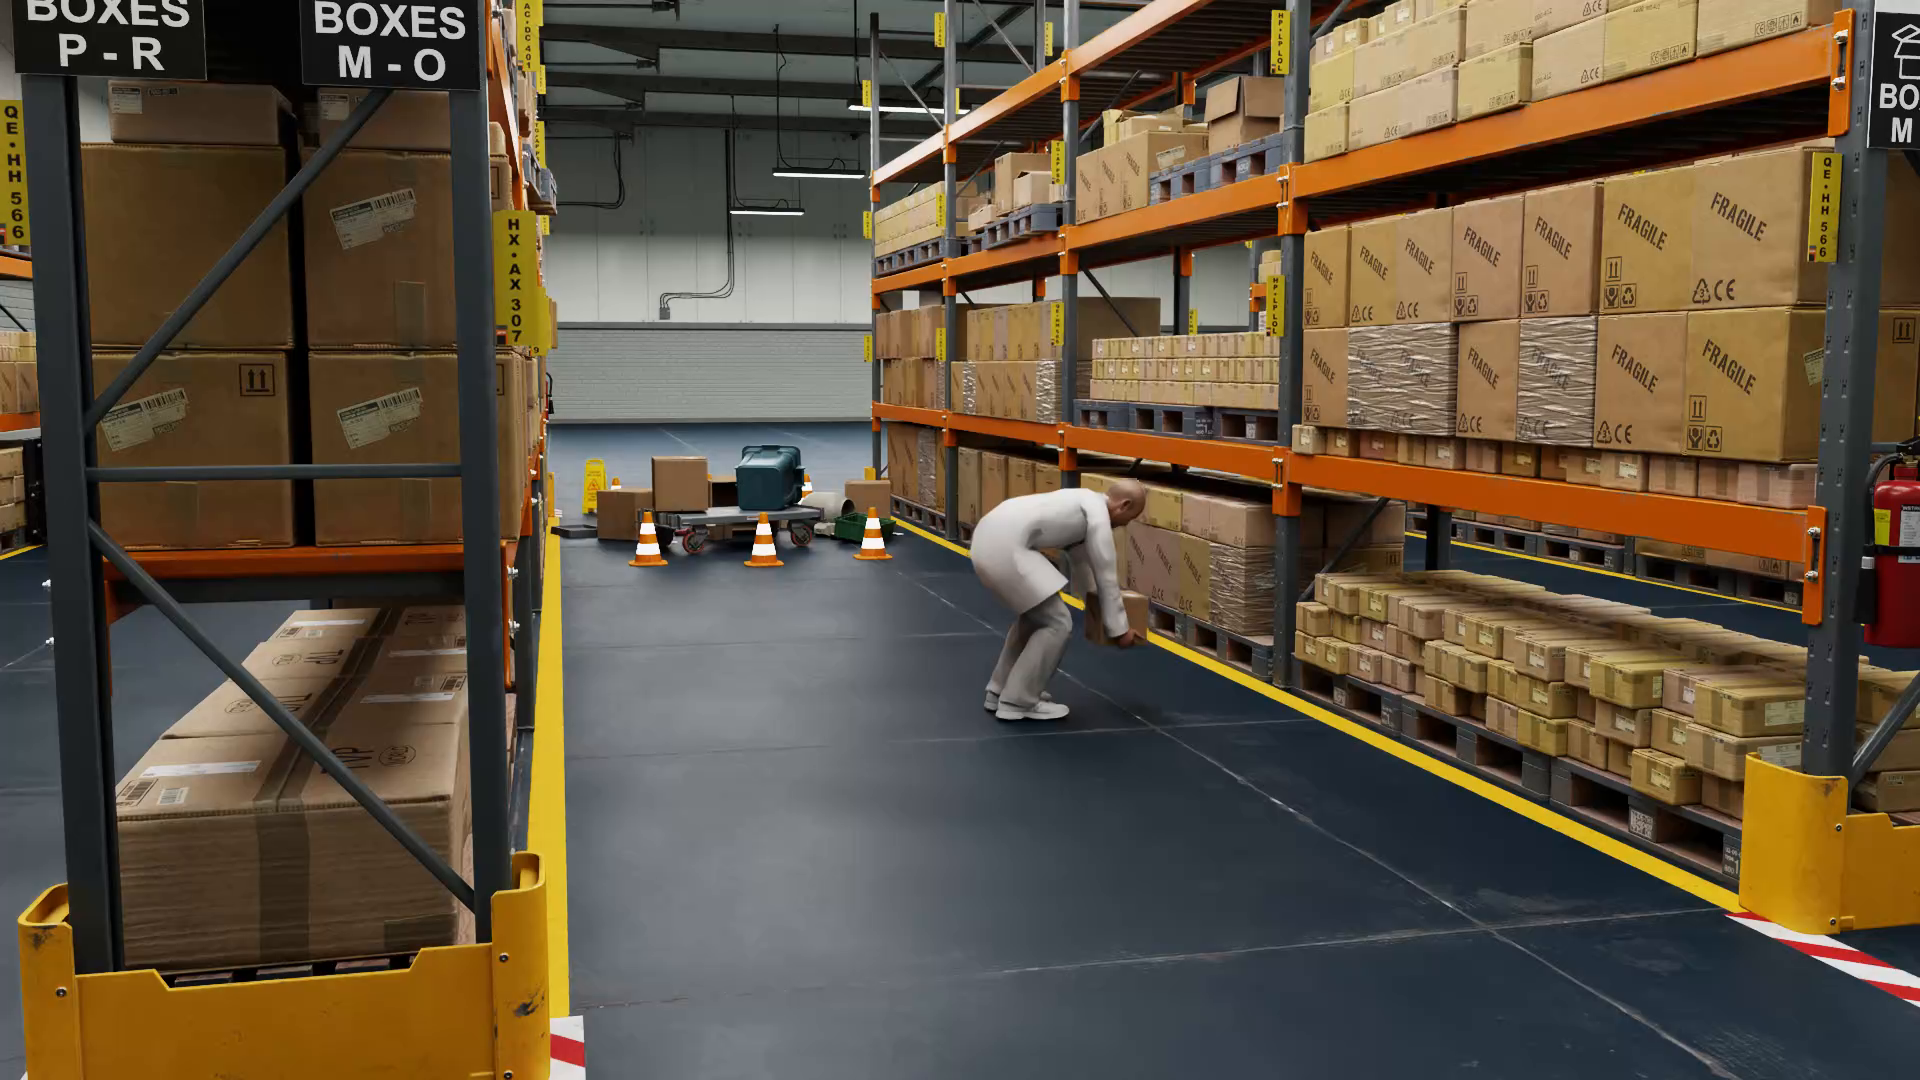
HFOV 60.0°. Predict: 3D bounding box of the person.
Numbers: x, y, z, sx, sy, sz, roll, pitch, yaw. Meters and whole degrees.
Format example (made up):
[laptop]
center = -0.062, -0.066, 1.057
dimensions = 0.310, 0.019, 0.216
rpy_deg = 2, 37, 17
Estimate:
[person]
center = 0.510, 0.292, 8.453
dimensions = 0.932, 1.182, 0.581
rpy_deg = -2, 6, -16
